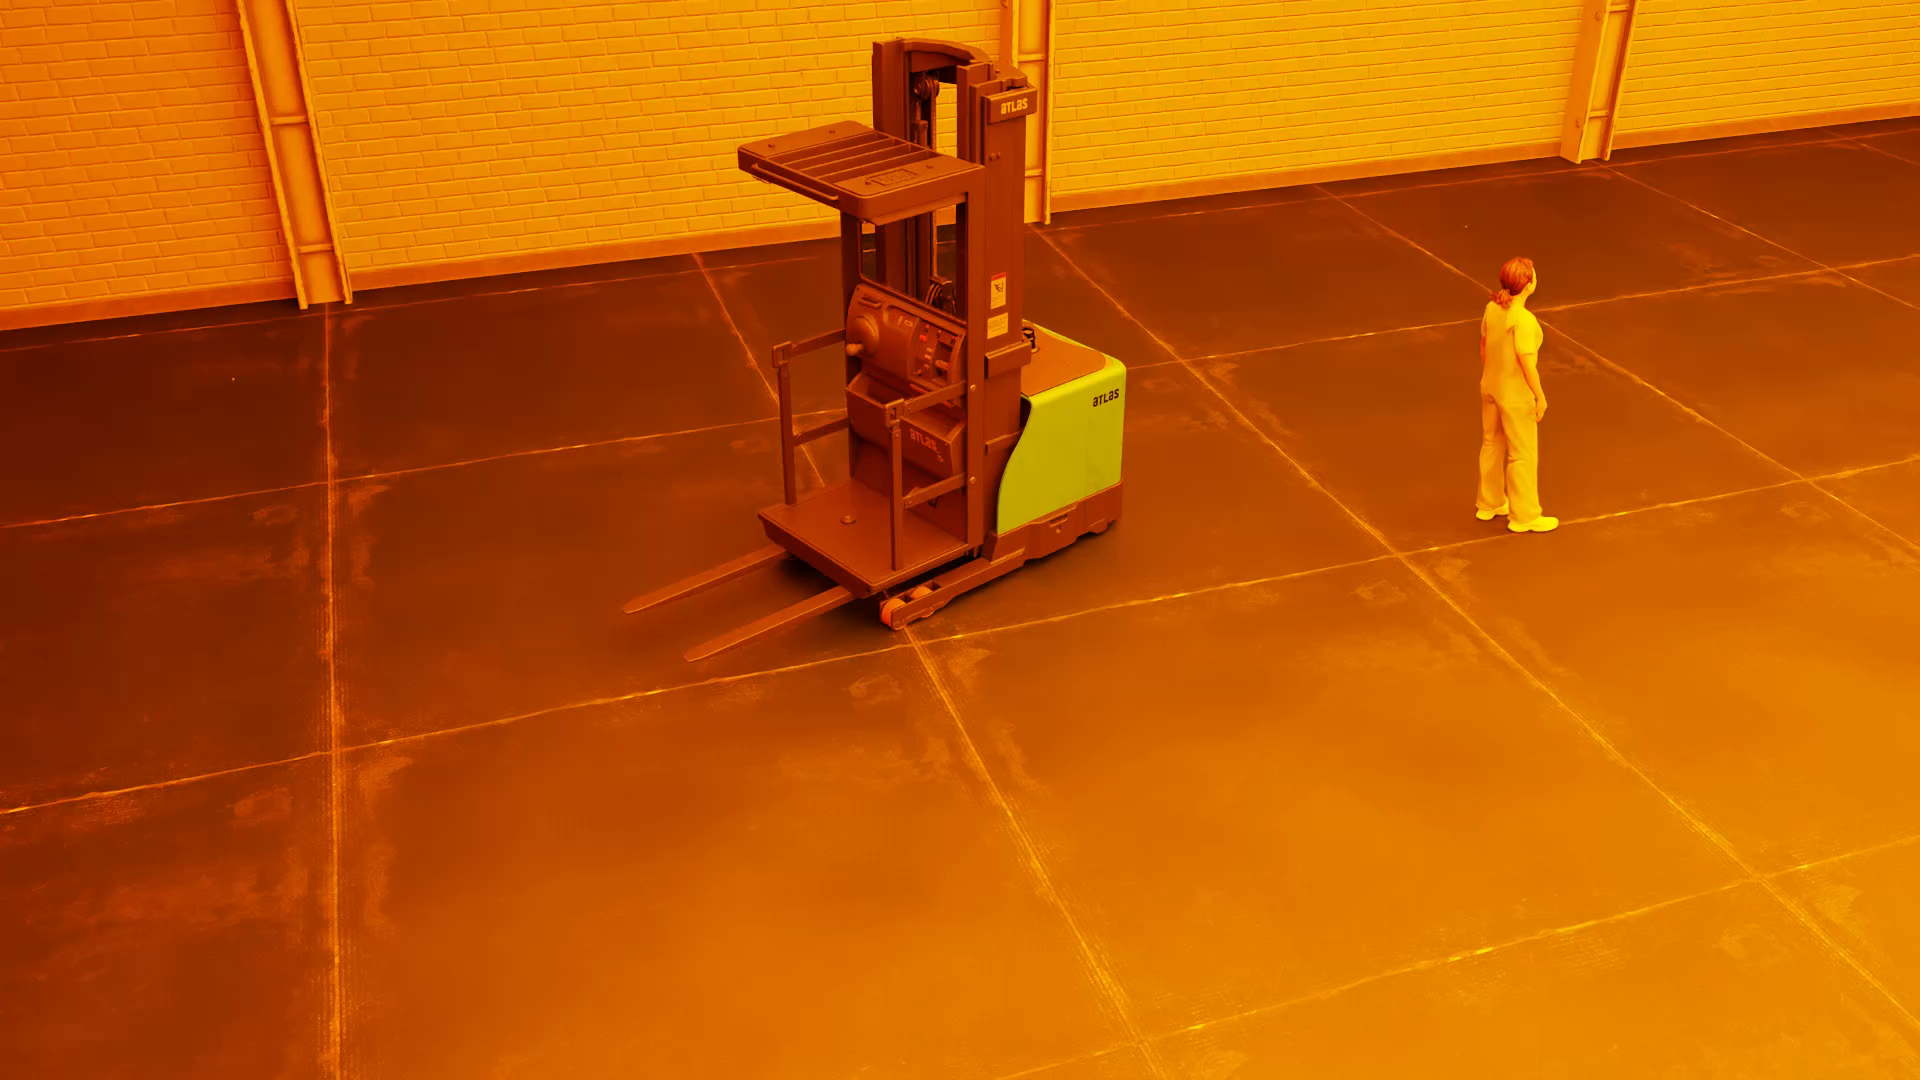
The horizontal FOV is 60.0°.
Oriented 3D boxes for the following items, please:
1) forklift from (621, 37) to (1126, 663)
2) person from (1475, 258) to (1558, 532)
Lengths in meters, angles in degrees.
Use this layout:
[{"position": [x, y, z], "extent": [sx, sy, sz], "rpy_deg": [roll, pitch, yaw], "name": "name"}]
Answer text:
[{"position": [-0.461, -1.072, 8.951], "extent": [3.031, 2.935, 1.130], "rpy_deg": [-23, 37, -34], "name": "forklift"}, {"position": [3.312, -0.873, 9.853], "extent": [0.545, 1.676, 0.543], "rpy_deg": [-9, 31, -16], "name": "person"}]
